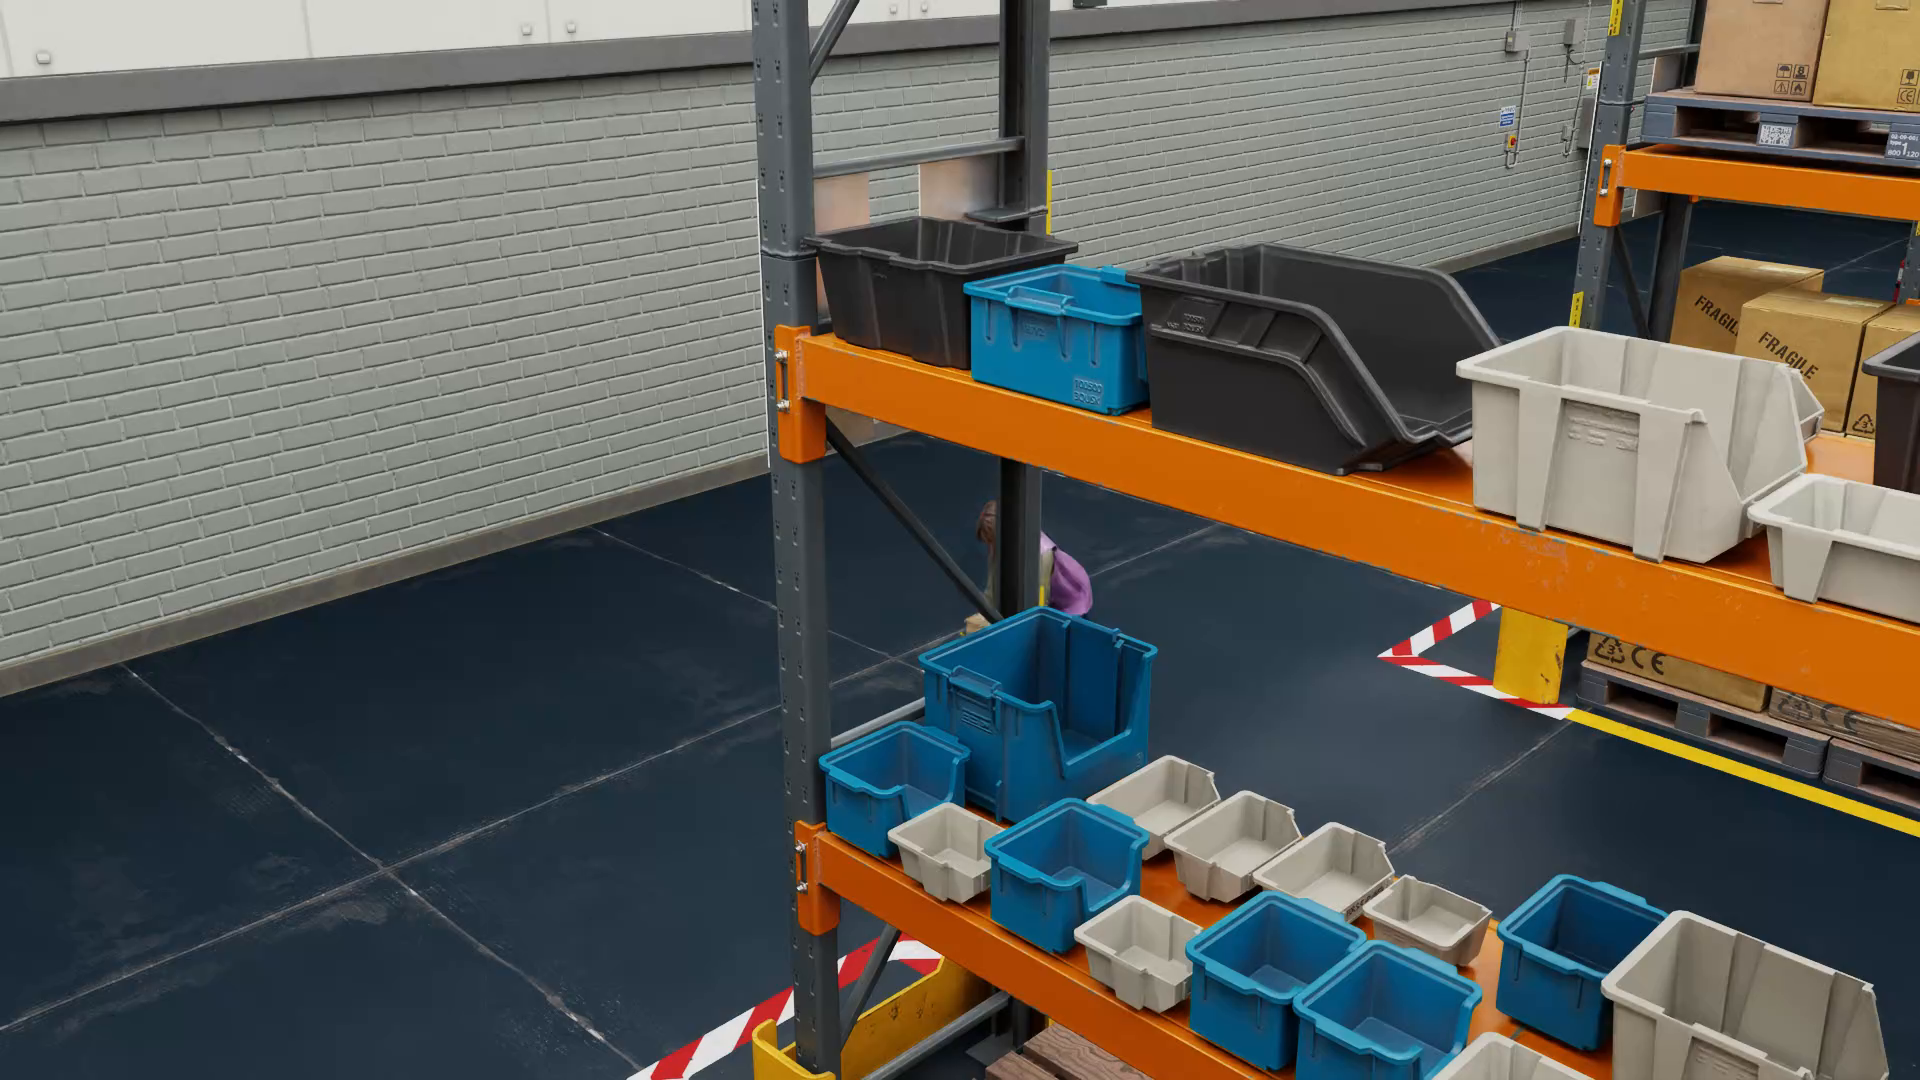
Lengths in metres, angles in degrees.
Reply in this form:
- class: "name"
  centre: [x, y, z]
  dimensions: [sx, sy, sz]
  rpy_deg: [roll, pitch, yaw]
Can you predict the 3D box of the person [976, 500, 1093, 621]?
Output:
- class: "person"
  centre: [0.322, 0.443, 7.707]
  dimensions: [0.377, 1.409, 0.690]
  rpy_deg: [19, 28, 40]
